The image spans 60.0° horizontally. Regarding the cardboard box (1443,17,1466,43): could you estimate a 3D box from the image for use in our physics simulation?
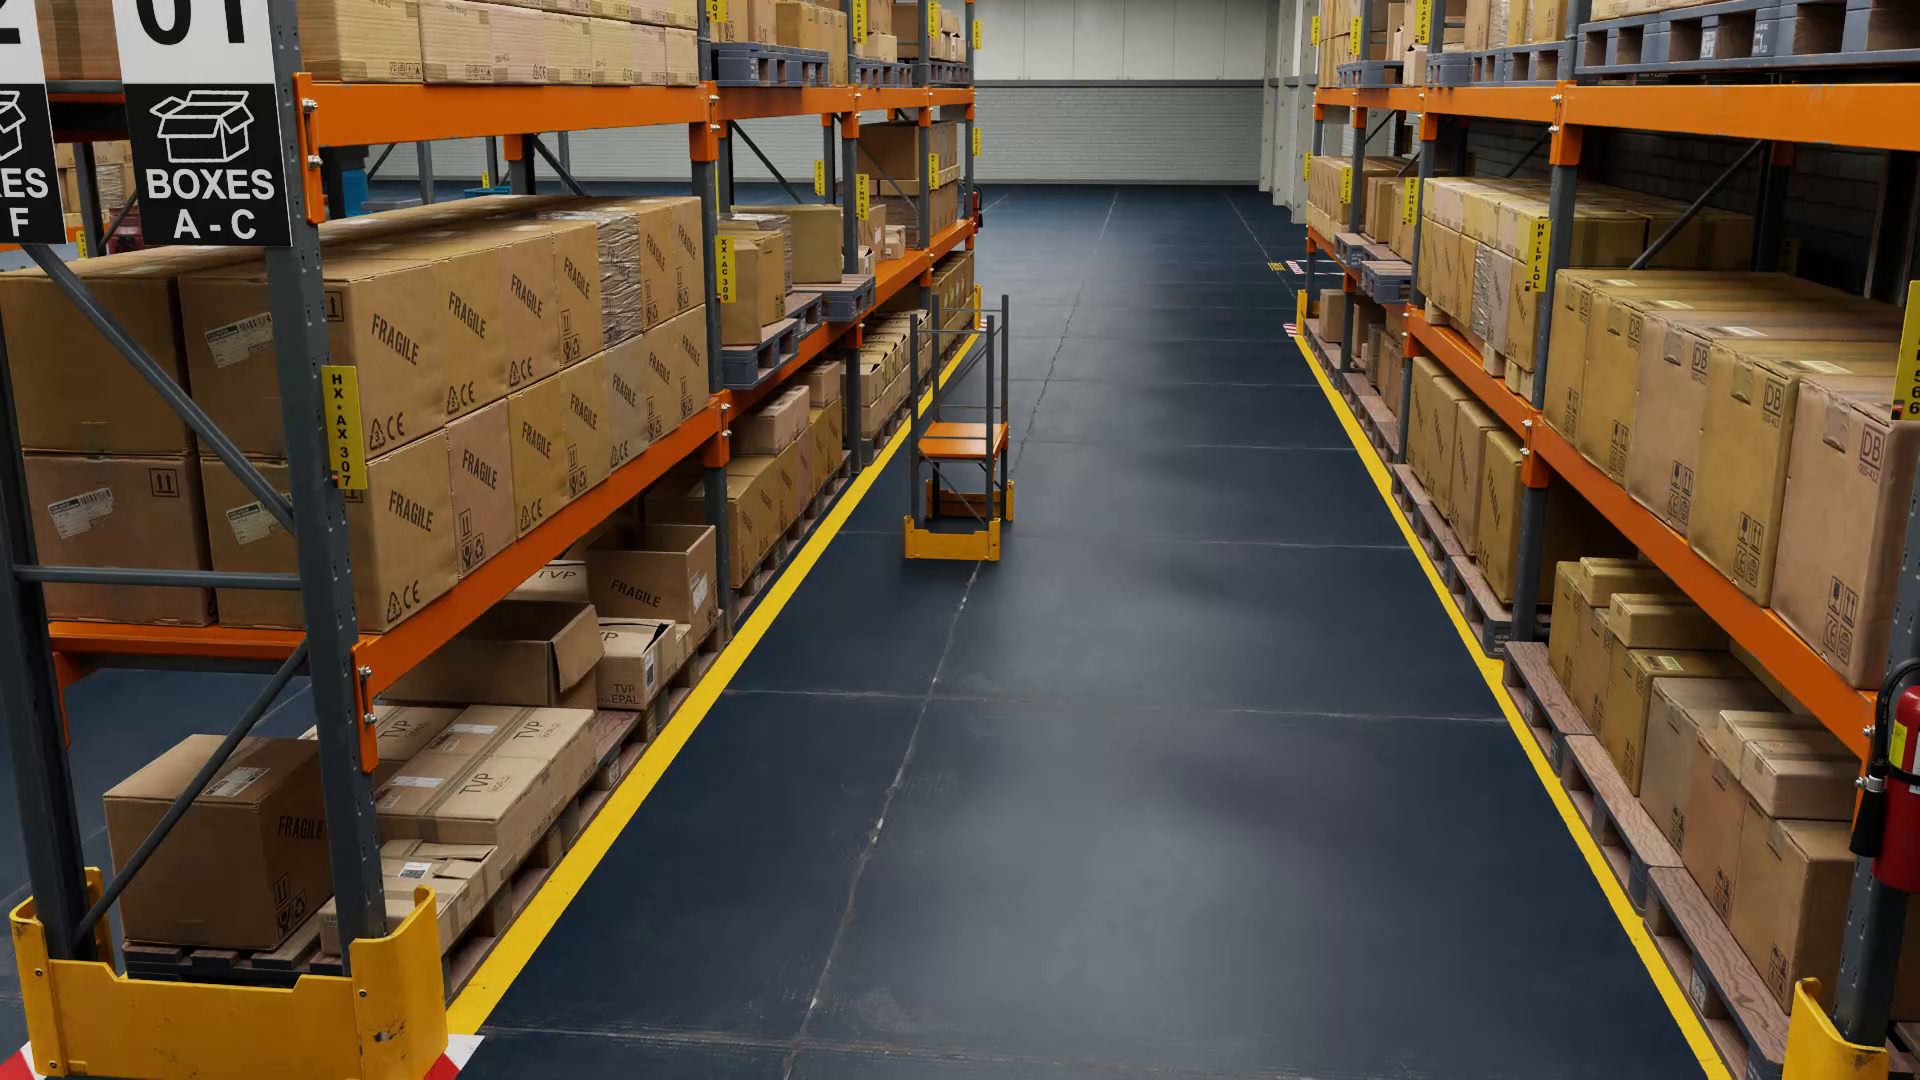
[{"bbox_3d":[3.915,-3.661,12.471,0.797,0.503,0.637,4,16,14],"label":"cardboard box"}]

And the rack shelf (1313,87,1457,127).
[{"bbox_3d":[4.354,-4.477,17.102,1.077,0.370,4.000,2,15,6],"label":"rack shelf"}]

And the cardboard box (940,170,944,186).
[{"bbox_3d":[-0.369,-3.894,17.881,0.380,0.149,0.250,1,15,5],"label":"cardboard box"}]

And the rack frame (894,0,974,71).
[{"bbox_3d":[-0.343,-6.935,19.071,1.000,3.000,0.127,2,15,6],"label":"rack frame"}]

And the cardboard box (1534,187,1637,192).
[{"bbox_3d":[3.760,-1.991,10.041,0.500,0.250,0.500,1,15,5],"label":"cardboard box"}]

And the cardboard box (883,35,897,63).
[{"bbox_3d":[-0.873,-4.421,15.001,0.500,0.250,0.500,3,15,12],"label":"cardboard box"}]

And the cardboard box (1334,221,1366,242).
[{"bbox_3d":[3.881,-2.926,15.986,0.500,0.250,0.500,2,15,6],"label":"cardboard box"}]

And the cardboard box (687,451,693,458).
[{"bbox_3d":[-1.805,-0.327,10.072,0.500,0.500,0.500,2,15,7],"label":"cardboard box"}]

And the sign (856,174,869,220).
[{"bbox_3d":[-0.705,-2.472,11.990,0.100,0.325,0.005,2,15,6],"label":"sign"}]

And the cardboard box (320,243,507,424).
[{"bbox_3d":[-1.785,-0.664,5.263,0.500,0.500,0.500,2,15,7],"label":"cardboard box"}]

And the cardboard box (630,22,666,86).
[{"bbox_3d":[-1.554,-2.039,6.999,0.500,0.250,0.500,2,15,6],"label":"cardboard box"}]

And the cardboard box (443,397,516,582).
[{"bbox_3d":[-1.783,-0.179,5.387,0.500,0.500,0.500,2,15,6],"label":"cardboard box"}]

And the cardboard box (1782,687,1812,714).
[{"bbox_3d":[3.052,0.538,5.669,0.380,0.149,0.250,2,15,7],"label":"cardboard box"}]

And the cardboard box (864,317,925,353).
[{"bbox_3d":[-0.607,-1.900,15.329,0.500,0.311,0.500,2,15,8],"label":"cardboard box"}]

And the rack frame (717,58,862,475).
[{"bbox_3d":[-1.245,-1.965,12.181,1.000,3.000,0.127,2,15,6],"label":"rack frame"}]

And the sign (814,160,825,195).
[{"bbox_3d":[-1.346,-3.474,15.953,0.100,0.325,0.005,2,15,6],"label":"sign"}]

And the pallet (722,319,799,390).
[{"bbox_3d":[-1.498,-1.039,9.124,1.003,0.211,1.213,2,15,6],"label":"pallet"}]

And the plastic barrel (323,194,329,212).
[{"bbox_3d":[-6.041,-2.973,15.649,0.433,0.535,0.433,0,15,0],"label":"plastic barrel"}]

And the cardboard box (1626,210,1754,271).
[{"bbox_3d":[3.537,-1.457,8.069,0.500,0.250,0.500,2,15,8],"label":"cardboard box"}]

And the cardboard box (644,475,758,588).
[{"bbox_3d":[-1.400,-0.051,9.051,0.500,0.500,0.500,1,15,4],"label":"cardboard box"}]

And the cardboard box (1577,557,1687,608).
[{"bbox_3d":[2.820,0.183,6.980,0.380,0.149,0.250,2,15,8],"label":"cardboard box"}]

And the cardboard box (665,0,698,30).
[{"bbox_3d":[-1.482,-2.410,7.411,0.500,0.250,0.500,2,15,6],"label":"cardboard box"}]

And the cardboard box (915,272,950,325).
[{"bbox_3d":[-0.382,-2.480,17.115,0.500,0.500,0.500,2,15,6],"label":"cardboard box"}]

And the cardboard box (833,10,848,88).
[{"bbox_3d":[-1.261,-3.347,11.354,0.910,0.500,0.500,2,15,6],"label":"cardboard box"}]

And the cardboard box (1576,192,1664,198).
[{"bbox_3d":[3.704,-1.859,9.553,0.500,0.250,0.500,1,15,5],"label":"cardboard box"}]

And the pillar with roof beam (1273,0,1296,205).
[{"bbox_3d":[3.791,-12.935,41.259,9.100,9.000,0.400,2,15,6],"label":"pillar with roof beam"}]

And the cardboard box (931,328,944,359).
[{"bbox_3d":[-0.440,-1.989,16.734,0.500,0.250,0.500,2,15,6],"label":"cardboard box"}]

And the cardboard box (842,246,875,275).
[{"bbox_3d":[-0.952,-2.148,13.029,0.500,0.311,0.500,2,15,6],"label":"cardboard box"}]

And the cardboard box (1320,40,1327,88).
[{"bbox_3d":[4.198,-5.183,18.106,0.500,0.500,0.500,3,15,10],"label":"cardboard box"}]

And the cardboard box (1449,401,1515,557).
[{"bbox_3d":[3.267,-0.350,9.525,0.750,0.750,0.750,2,15,8],"label":"cardboard box"}]

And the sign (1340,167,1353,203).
[{"bbox_3d":[3.588,-3.289,15.420,0.100,0.325,0.005,2,15,6],"label":"sign"}]

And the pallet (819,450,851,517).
[{"bbox_3d":[-1.367,-0.426,11.833,1.003,0.211,1.213,2,15,6],"label":"pallet"}]

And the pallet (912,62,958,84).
[{"bbox_3d":[-0.583,-4.945,17.626,1.003,0.211,1.213,2,15,6],"label":"pallet"}]

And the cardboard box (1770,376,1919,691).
[{"bbox_3d":[2.822,-0.022,4.423,0.980,0.700,0.700,2,15,9],"label":"cardboard box"}]

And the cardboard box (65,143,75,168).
[{"bbox_3d":[-10.176,-4.468,18.762,0.500,0.500,0.500,2,15,6],"label":"cardboard box"}]

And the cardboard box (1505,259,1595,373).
[{"bbox_3d":[3.027,-1.111,8.224,0.500,0.500,0.500,1,15,5],"label":"cardboard box"}]

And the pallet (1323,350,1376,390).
[{"bbox_3d":[4.169,-1.686,16.494,1.003,0.211,1.213,2,15,6],"label":"pallet"}]

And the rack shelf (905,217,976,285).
[{"bbox_3d":[-0.568,-3.173,18.030,1.077,0.370,4.000,2,15,6],"label":"rack shelf"}]

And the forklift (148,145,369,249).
[{"bbox_3d":[-4.190,-1.380,10.151,1.130,2.935,3.031,-1,15,-4],"label":"forklift"}]

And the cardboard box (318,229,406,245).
[{"bbox_3d":[-2.261,-0.810,5.803,0.500,0.500,0.500,2,15,8],"label":"cardboard box"}]

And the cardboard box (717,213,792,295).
[{"bbox_3d":[-1.497,-1.817,10.640,0.700,0.500,0.500,5,16,17],"label":"cardboard box"}]

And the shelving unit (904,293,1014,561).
[{"bbox_3d":[0.009,-0.744,10.539,0.587,1.500,1.083,2,15,6],"label":"shelving unit"}]

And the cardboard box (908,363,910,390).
[{"bbox_3d":[-0.669,-1.498,14.917,0.500,0.250,0.500,2,15,8],"label":"cardboard box"}]

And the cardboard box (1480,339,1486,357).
[{"bbox_3d":[3.170,-1.095,9.407,0.380,0.149,0.250,1,15,5],"label":"cardboard box"}]

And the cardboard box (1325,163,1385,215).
[{"bbox_3d":[3.993,-3.548,16.849,0.500,0.500,0.500,1,15,5],"label":"cardboard box"}]

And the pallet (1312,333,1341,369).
[{"bbox_3d":[4.304,-2.004,17.667,1.003,0.211,1.213,2,15,6],"label":"pallet"}]

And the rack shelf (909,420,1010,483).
[{"bbox_3d":[0.010,-0.572,10.595,0.538,0.185,1.000,2,15,6],"label":"rack shelf"}]

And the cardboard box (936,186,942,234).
[{"bbox_3d":[-0.580,-3.565,17.910,0.700,0.500,0.500,2,15,8],"label":"cardboard box"}]

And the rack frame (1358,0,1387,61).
[{"bbox_3d":[4.128,-5.753,14.699,1.000,3.000,0.127,2,15,6],"label":"rack frame"}]

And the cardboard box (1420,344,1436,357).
[{"bbox_3d":[3.833,-1.522,13.052,0.500,0.250,0.500,2,15,7],"label":"cardboard box"}]

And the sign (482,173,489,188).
[{"bbox_3d":[-5.810,-4.337,20.425,0.100,0.325,0.005,2,15,6],"label":"sign"}]

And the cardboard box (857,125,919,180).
[{"bbox_3d":[-0.750,-3.792,16.262,0.700,0.500,0.500,2,15,7],"label":"cardboard box"}]

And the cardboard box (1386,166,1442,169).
[{"bbox_3d":[4.451,-3.406,16.325,0.500,0.500,0.500,2,15,6],"label":"cardboard box"}]

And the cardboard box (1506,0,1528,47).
[{"bbox_3d":[3.596,-3.119,9.668,0.700,0.500,0.500,2,15,9],"label":"cardboard box"}]

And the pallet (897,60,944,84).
[{"bbox_3d":[-0.723,-4.629,16.459,1.003,0.211,1.213,2,15,6],"label":"pallet"}]

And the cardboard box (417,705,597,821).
[{"bbox_3d":[-1.692,0.833,6.259,0.500,0.250,0.500,2,15,6],"label":"cardboard box"}]

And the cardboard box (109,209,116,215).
[{"bbox_3d":[-10.137,-3.806,19.473,0.380,0.149,0.250,2,15,6],"label":"cardboard box"}]
